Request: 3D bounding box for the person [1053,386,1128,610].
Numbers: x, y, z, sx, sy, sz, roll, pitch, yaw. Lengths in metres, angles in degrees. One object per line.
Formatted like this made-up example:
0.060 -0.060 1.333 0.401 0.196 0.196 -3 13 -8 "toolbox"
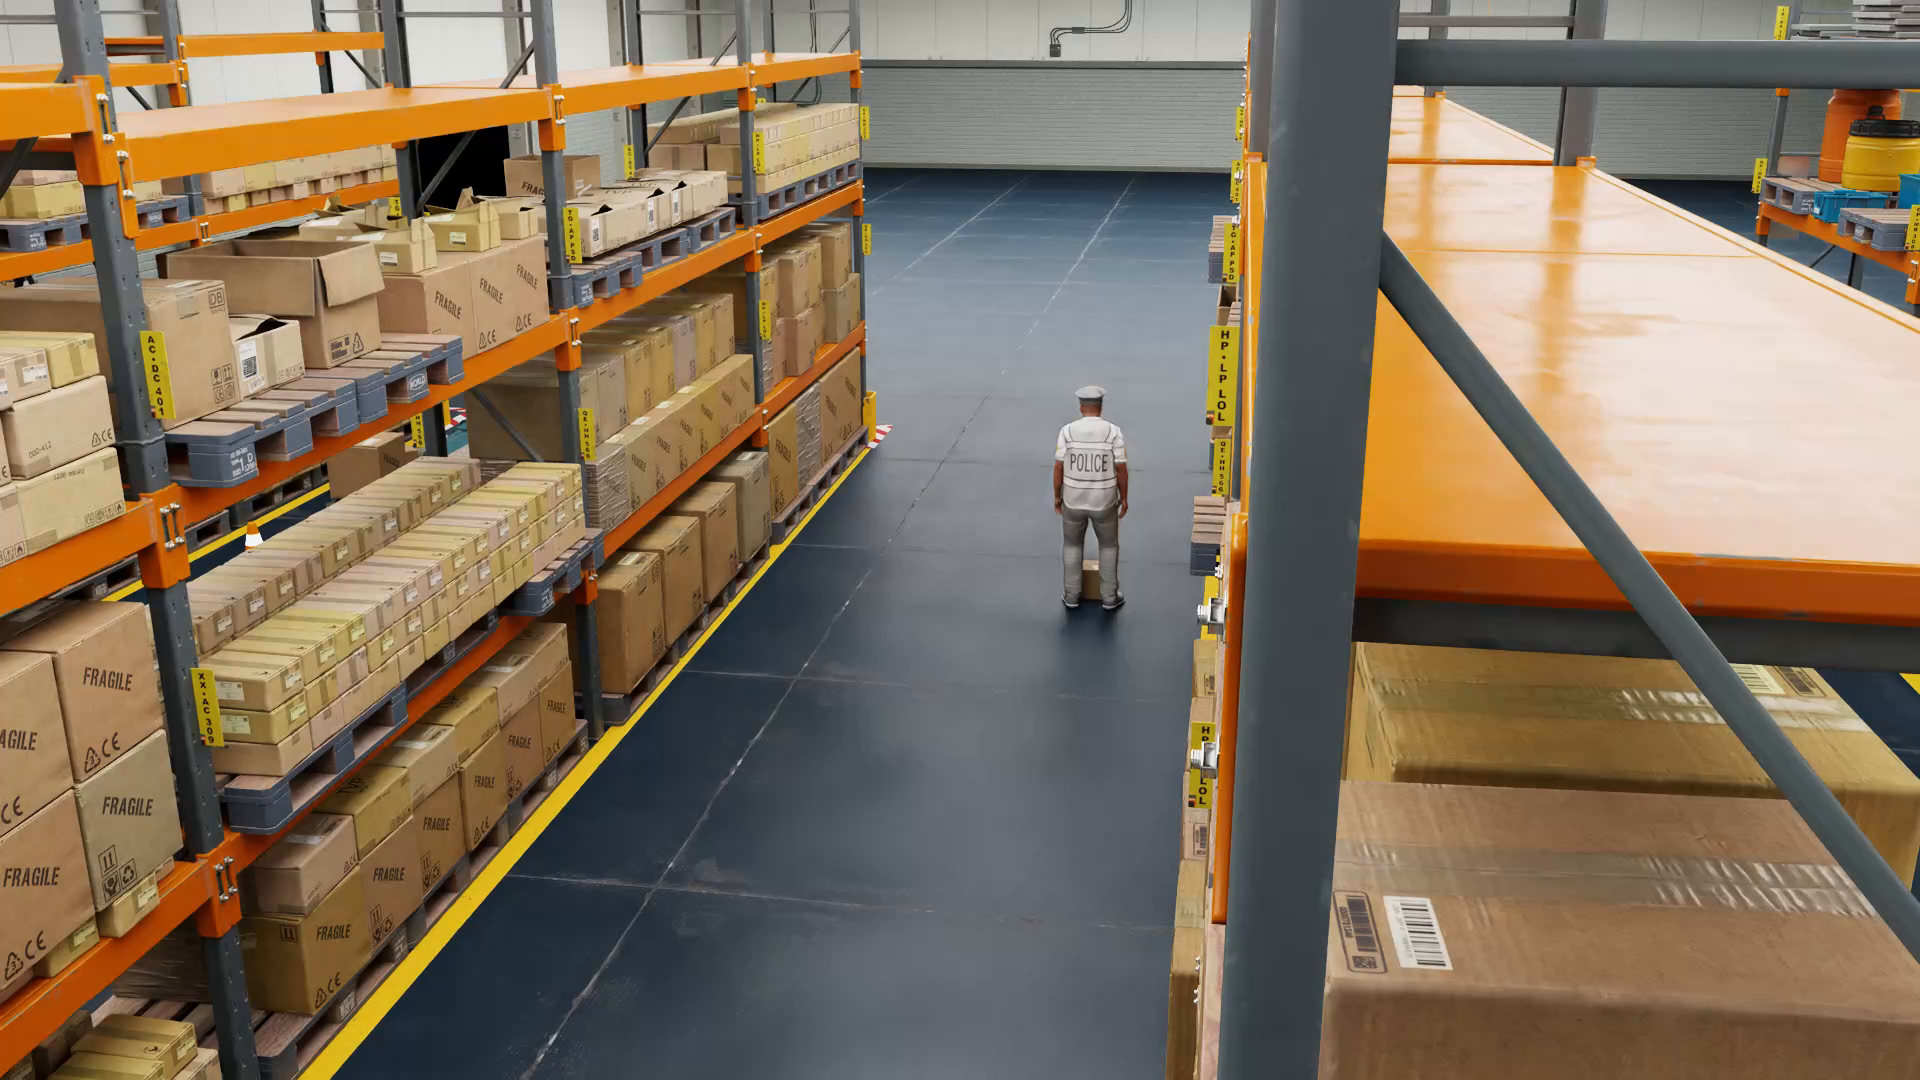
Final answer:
1.021 -0.311 13.009 0.586 1.748 0.436 3 18 9 "person"
